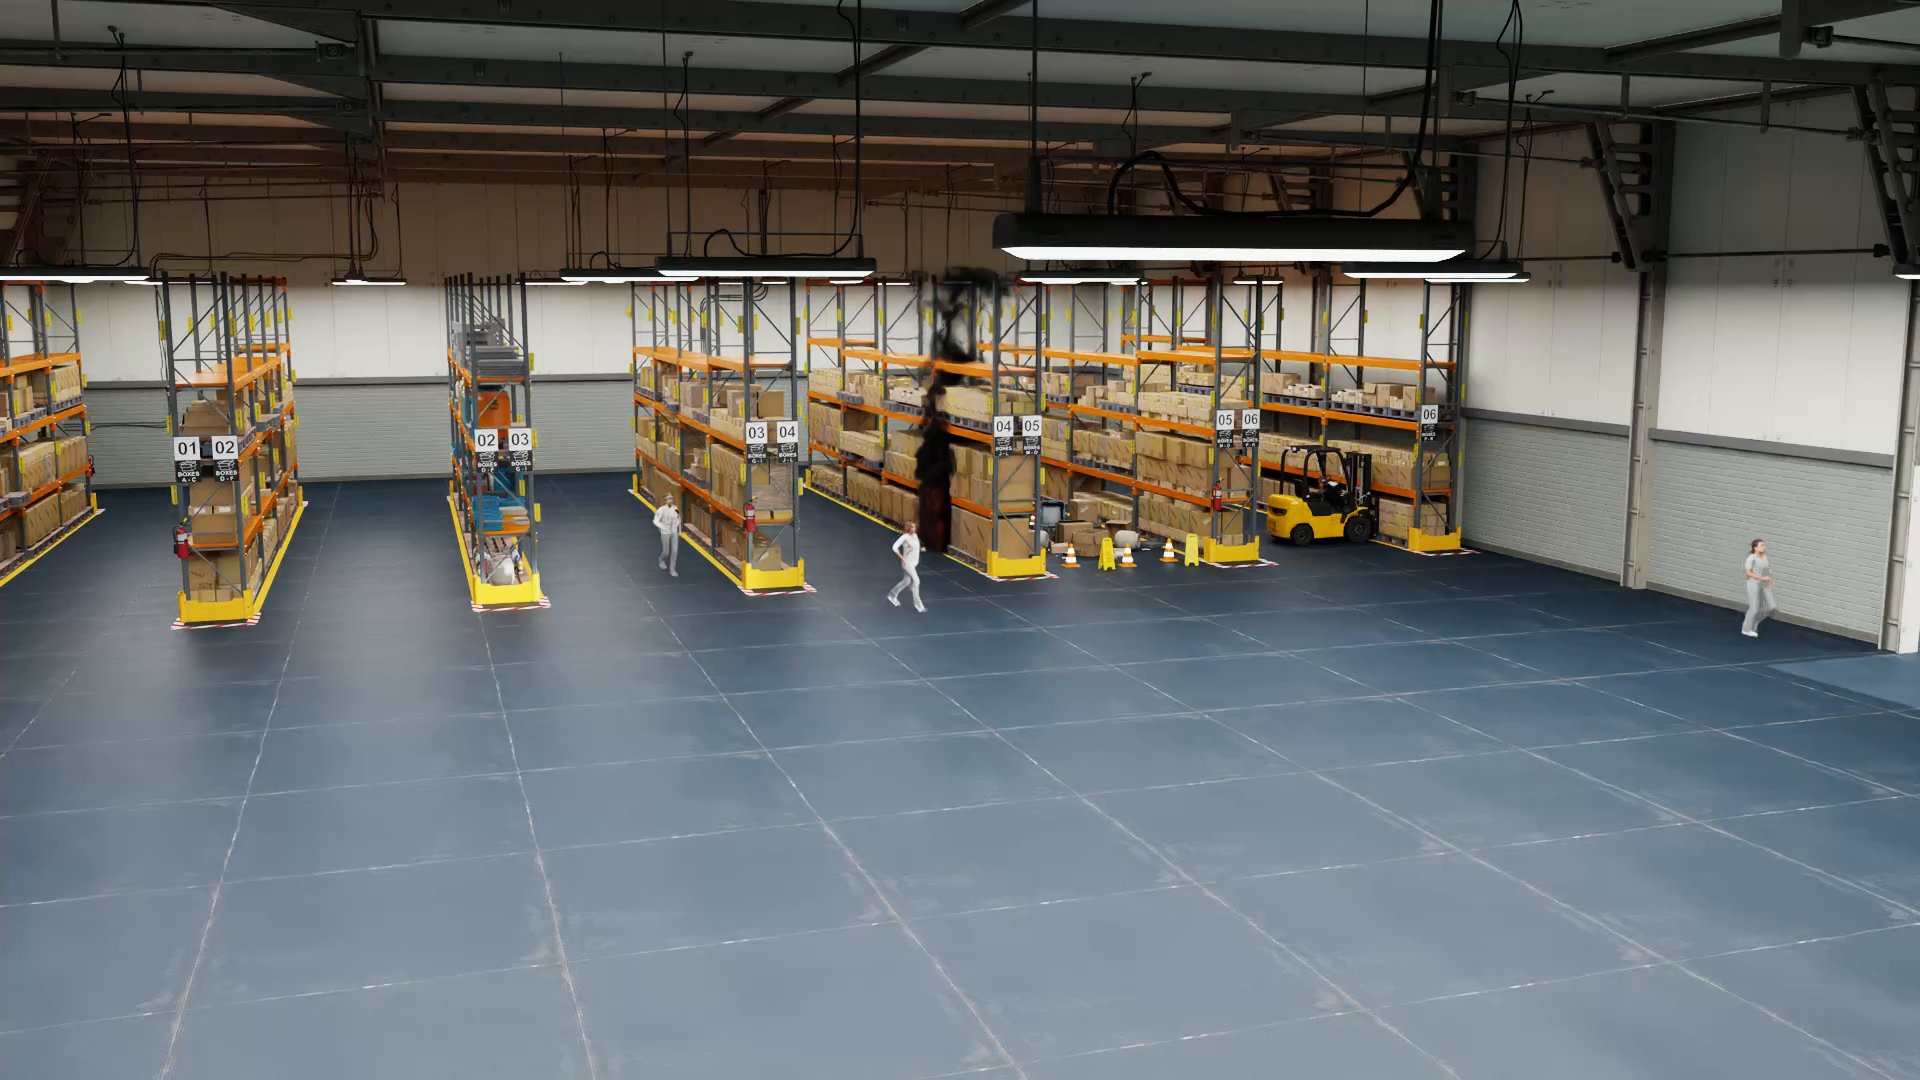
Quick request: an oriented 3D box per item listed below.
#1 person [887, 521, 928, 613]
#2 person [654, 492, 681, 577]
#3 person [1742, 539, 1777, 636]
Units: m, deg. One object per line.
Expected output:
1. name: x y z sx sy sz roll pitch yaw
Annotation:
1. person: -0.927 0.458 29.750 0.810 1.624 0.520 4 9 24
2. person: -5.865 -0.134 33.470 0.623 1.688 0.785 -5 10 -29
3. person: 13.185 0.794 27.399 0.550 1.633 0.571 -3 9 -20
